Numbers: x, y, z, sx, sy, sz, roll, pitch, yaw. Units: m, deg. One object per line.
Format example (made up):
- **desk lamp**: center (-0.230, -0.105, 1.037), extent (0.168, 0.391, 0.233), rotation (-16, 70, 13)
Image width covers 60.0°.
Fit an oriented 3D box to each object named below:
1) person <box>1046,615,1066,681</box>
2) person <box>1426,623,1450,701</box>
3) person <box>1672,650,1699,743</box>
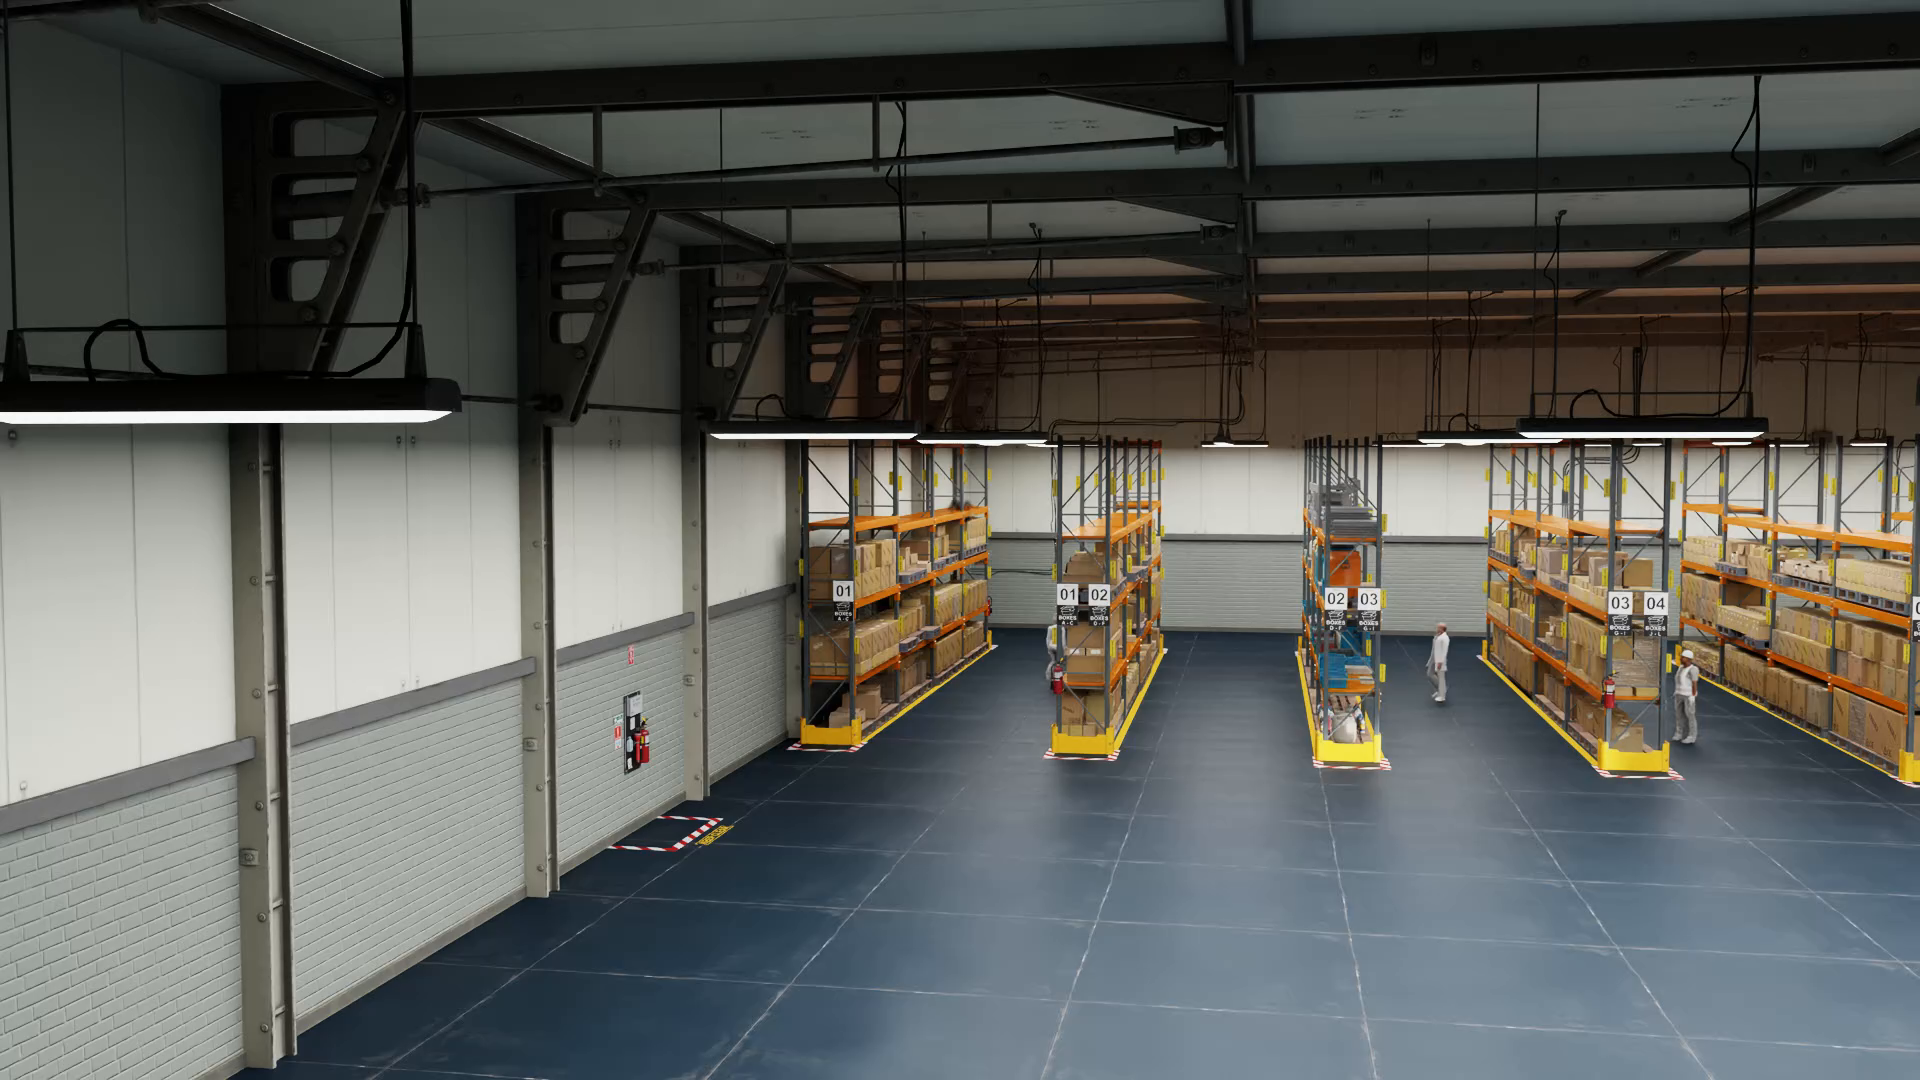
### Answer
- **person**: center (2.353, 2.660, 40.878), extent (0.476, 1.676, 0.496), rotation (3, 4, 44)
- **person**: center (10.975, 2.774, 38.057), extent (0.503, 1.786, 0.654), rotation (-1, 3, -15)
- **person**: center (14.218, 3.053, 32.616), extent (0.413, 1.791, 0.601), rotation (-1, 3, -22)
